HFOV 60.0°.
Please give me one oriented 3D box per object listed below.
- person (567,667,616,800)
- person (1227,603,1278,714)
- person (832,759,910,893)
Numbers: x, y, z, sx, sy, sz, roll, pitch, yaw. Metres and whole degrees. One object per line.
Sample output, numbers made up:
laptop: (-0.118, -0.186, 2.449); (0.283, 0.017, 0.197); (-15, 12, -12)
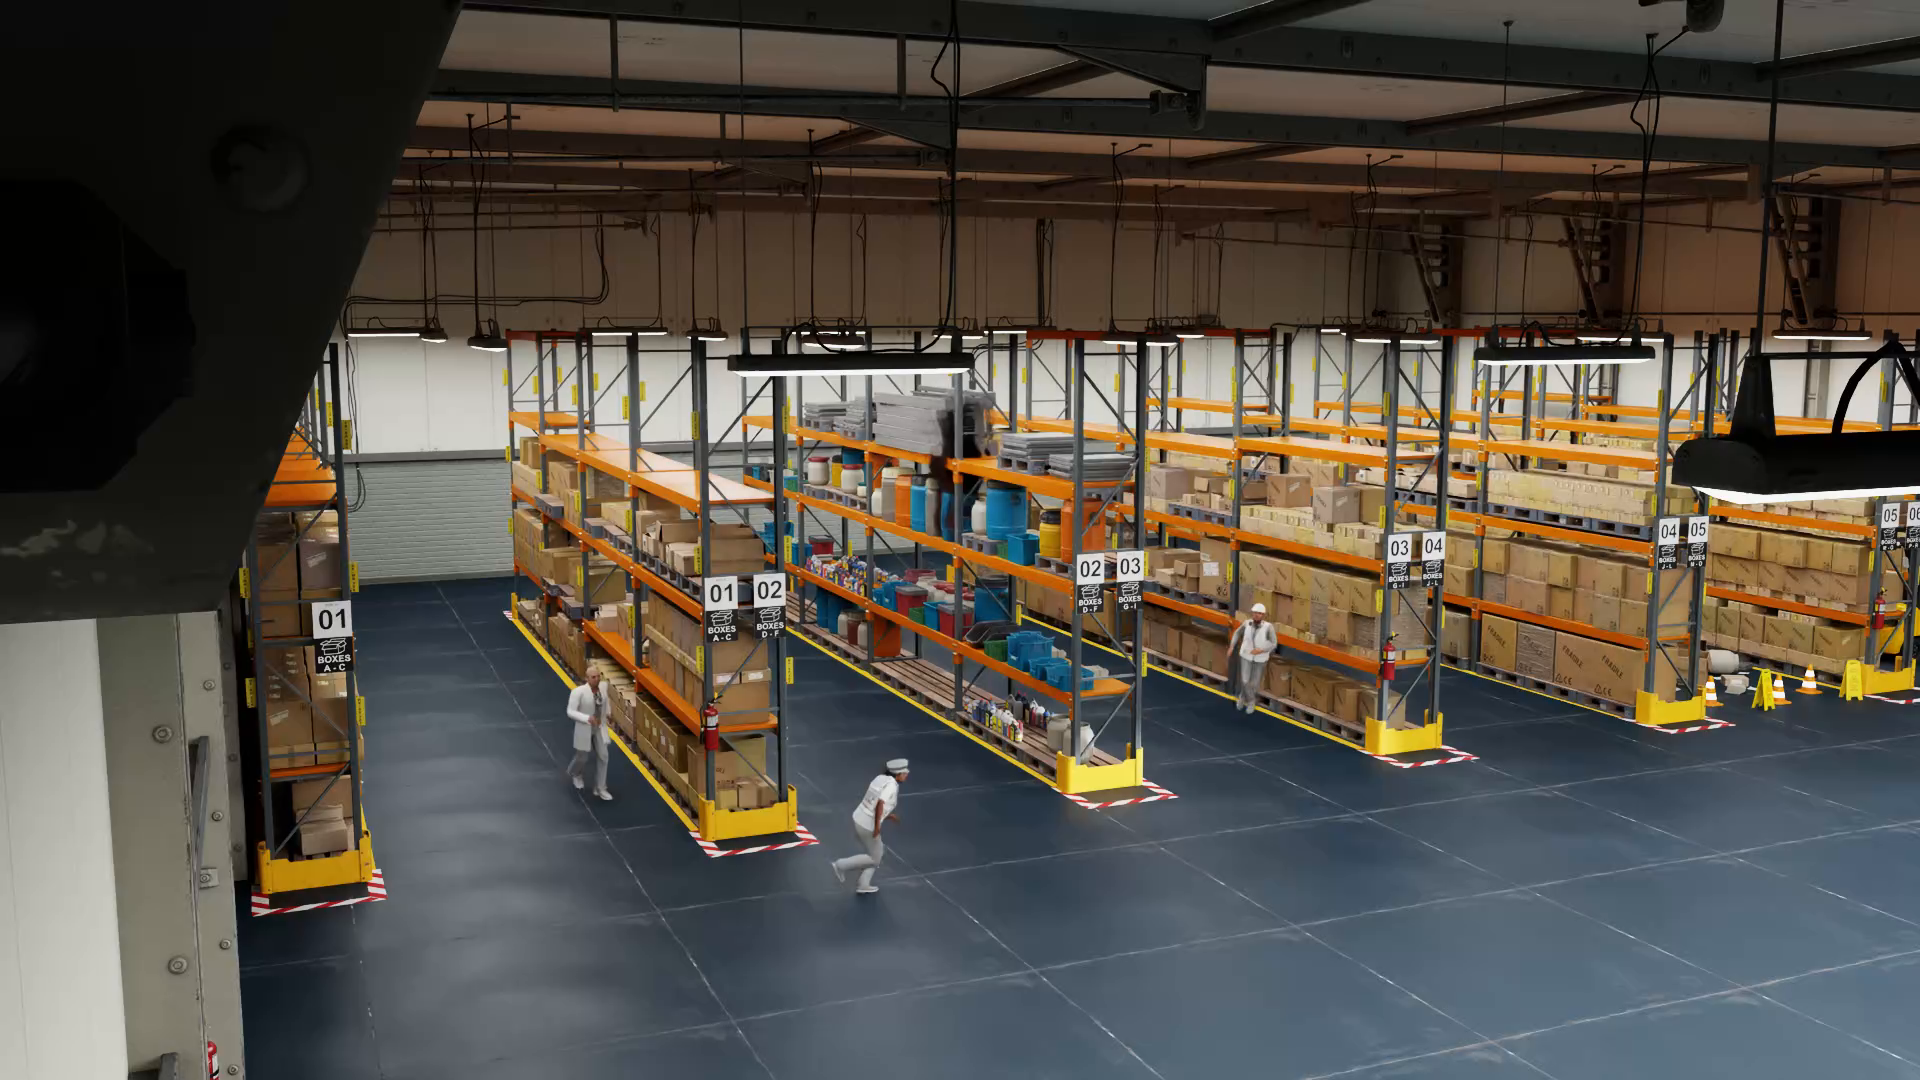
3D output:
person: (-4.908, 2.496, 21.903); (0.690, 1.749, 1.009); (-6, 10, -36)
person: (4.461, 1.789, 25.391); (0.755, 1.717, 0.583); (1, 8, 10)
person: (-0.966, 3.160, 18.171); (0.883, 1.472, 0.588); (-2, 8, -16)
